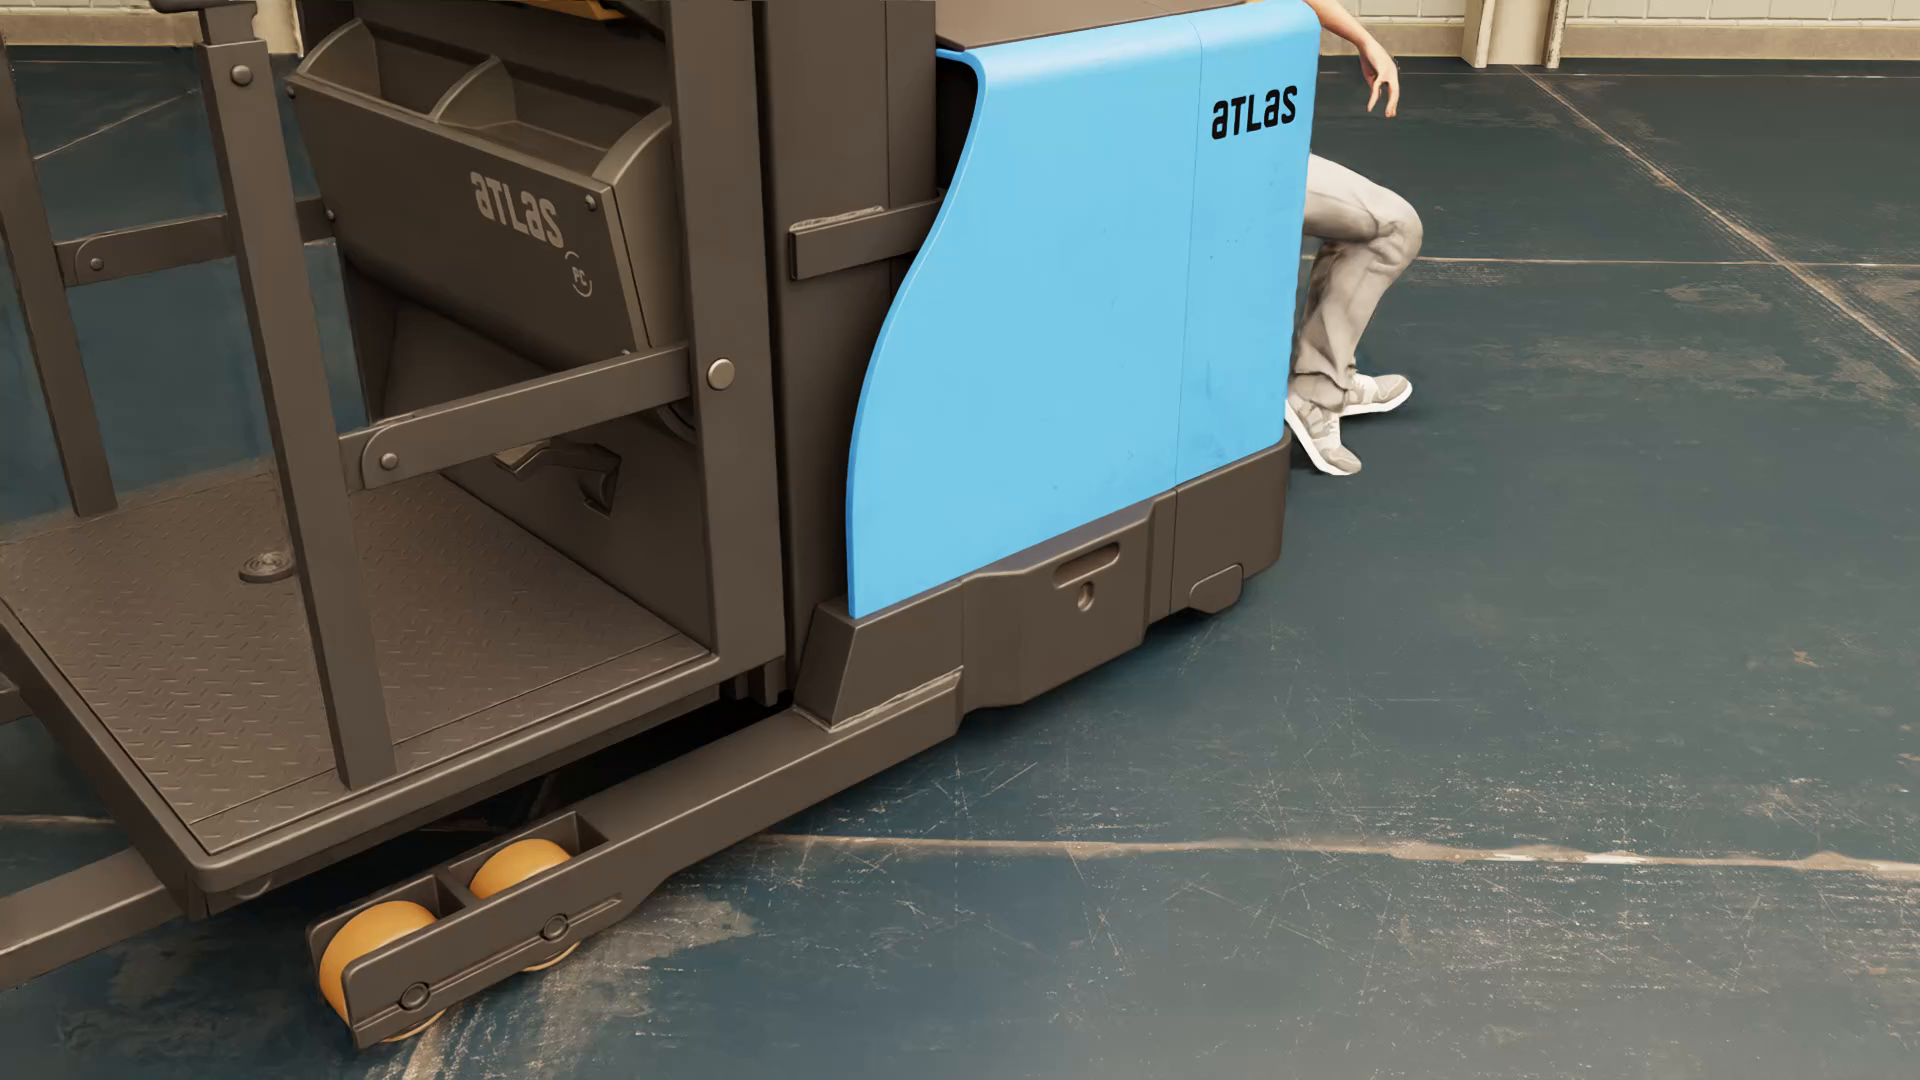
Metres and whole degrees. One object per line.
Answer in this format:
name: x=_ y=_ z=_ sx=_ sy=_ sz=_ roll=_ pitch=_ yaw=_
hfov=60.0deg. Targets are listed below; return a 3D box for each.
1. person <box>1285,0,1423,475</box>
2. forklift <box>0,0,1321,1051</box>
person: x=0.723 y=-0.837 z=3.501 sx=0.713 sy=1.408 sz=0.913 roll=-4 pitch=27 yaw=-8
forklift: x=-0.829 y=-0.954 z=1.953 sx=3.031 sy=2.935 sz=1.130 roll=-22 pitch=34 yaw=-37
